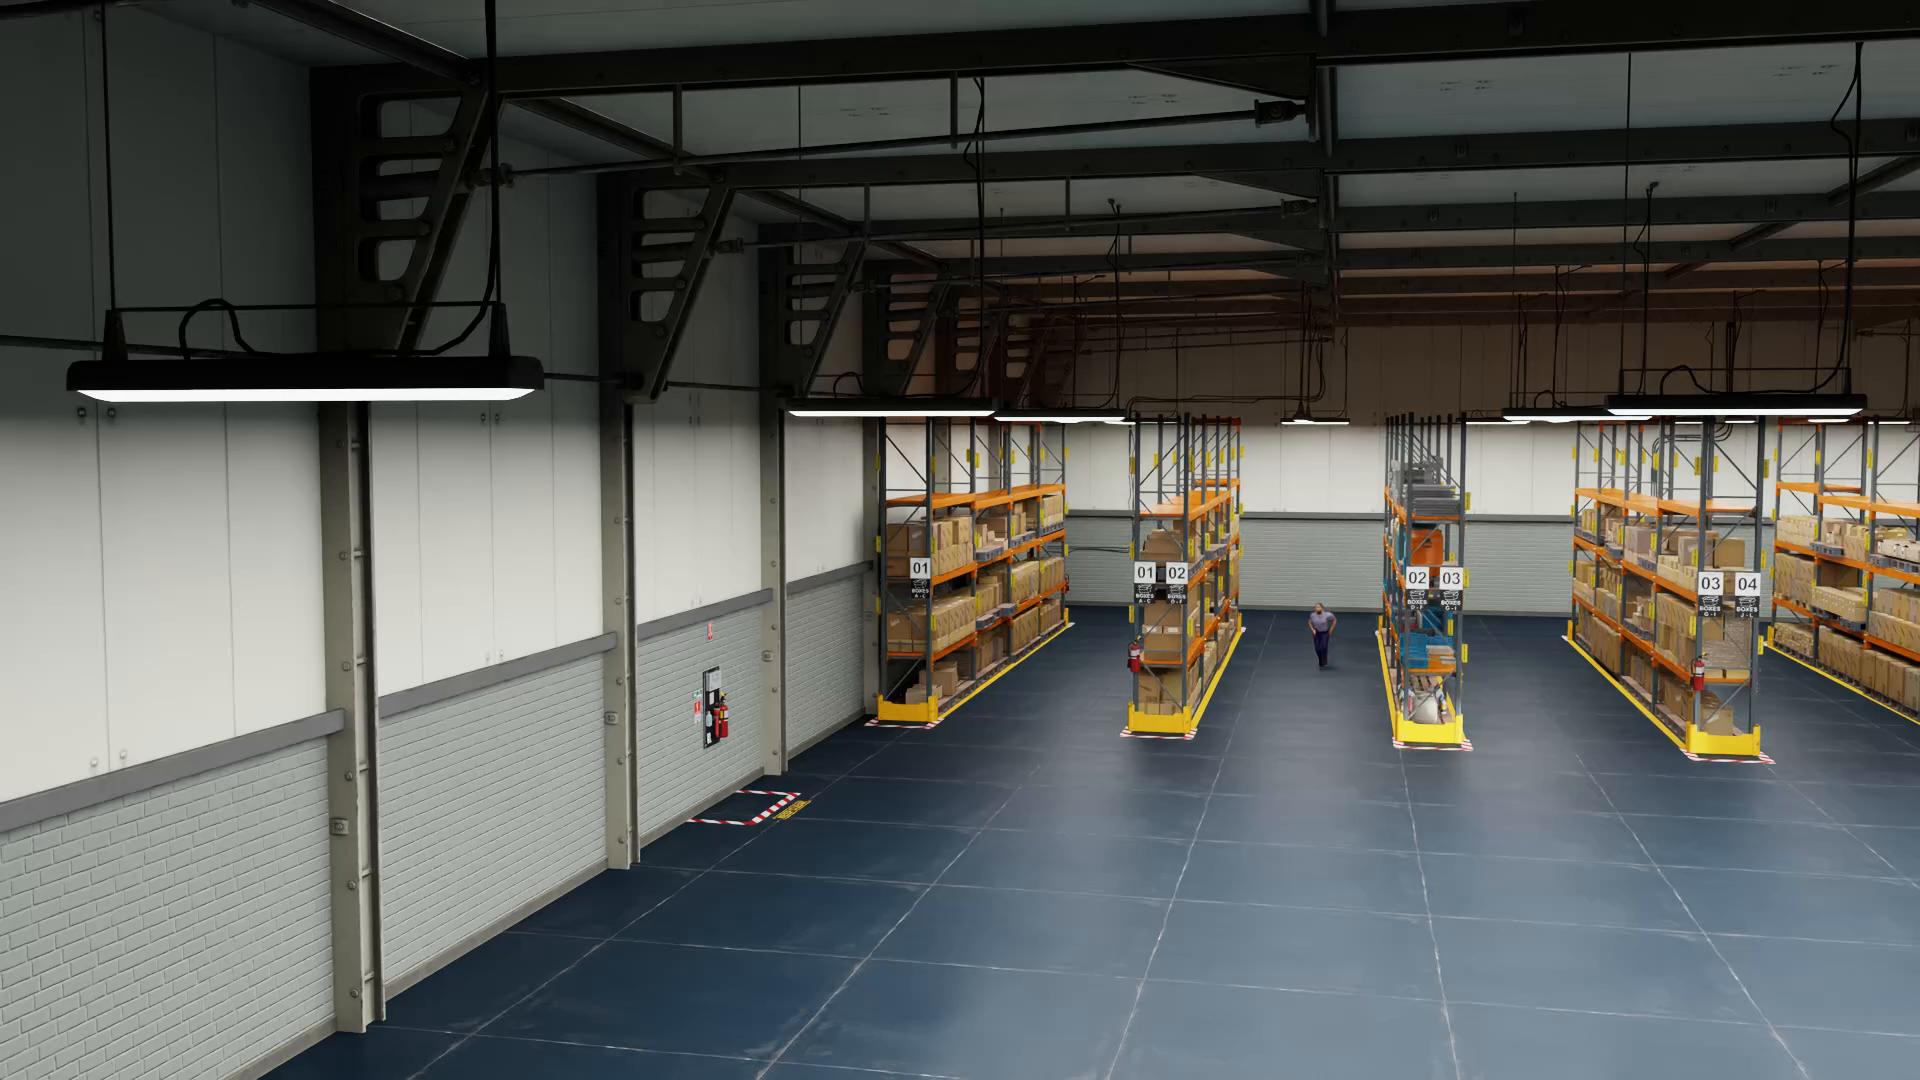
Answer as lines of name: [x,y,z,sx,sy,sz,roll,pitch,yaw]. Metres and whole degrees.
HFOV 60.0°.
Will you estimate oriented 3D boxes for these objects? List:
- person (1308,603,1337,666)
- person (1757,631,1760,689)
person: [8.661,2.268,39.708,0.658,1.542,0.741,2,4,22]
person: [17.355,2.453,36.557,0.456,1.553,0.879,0,4,6]
